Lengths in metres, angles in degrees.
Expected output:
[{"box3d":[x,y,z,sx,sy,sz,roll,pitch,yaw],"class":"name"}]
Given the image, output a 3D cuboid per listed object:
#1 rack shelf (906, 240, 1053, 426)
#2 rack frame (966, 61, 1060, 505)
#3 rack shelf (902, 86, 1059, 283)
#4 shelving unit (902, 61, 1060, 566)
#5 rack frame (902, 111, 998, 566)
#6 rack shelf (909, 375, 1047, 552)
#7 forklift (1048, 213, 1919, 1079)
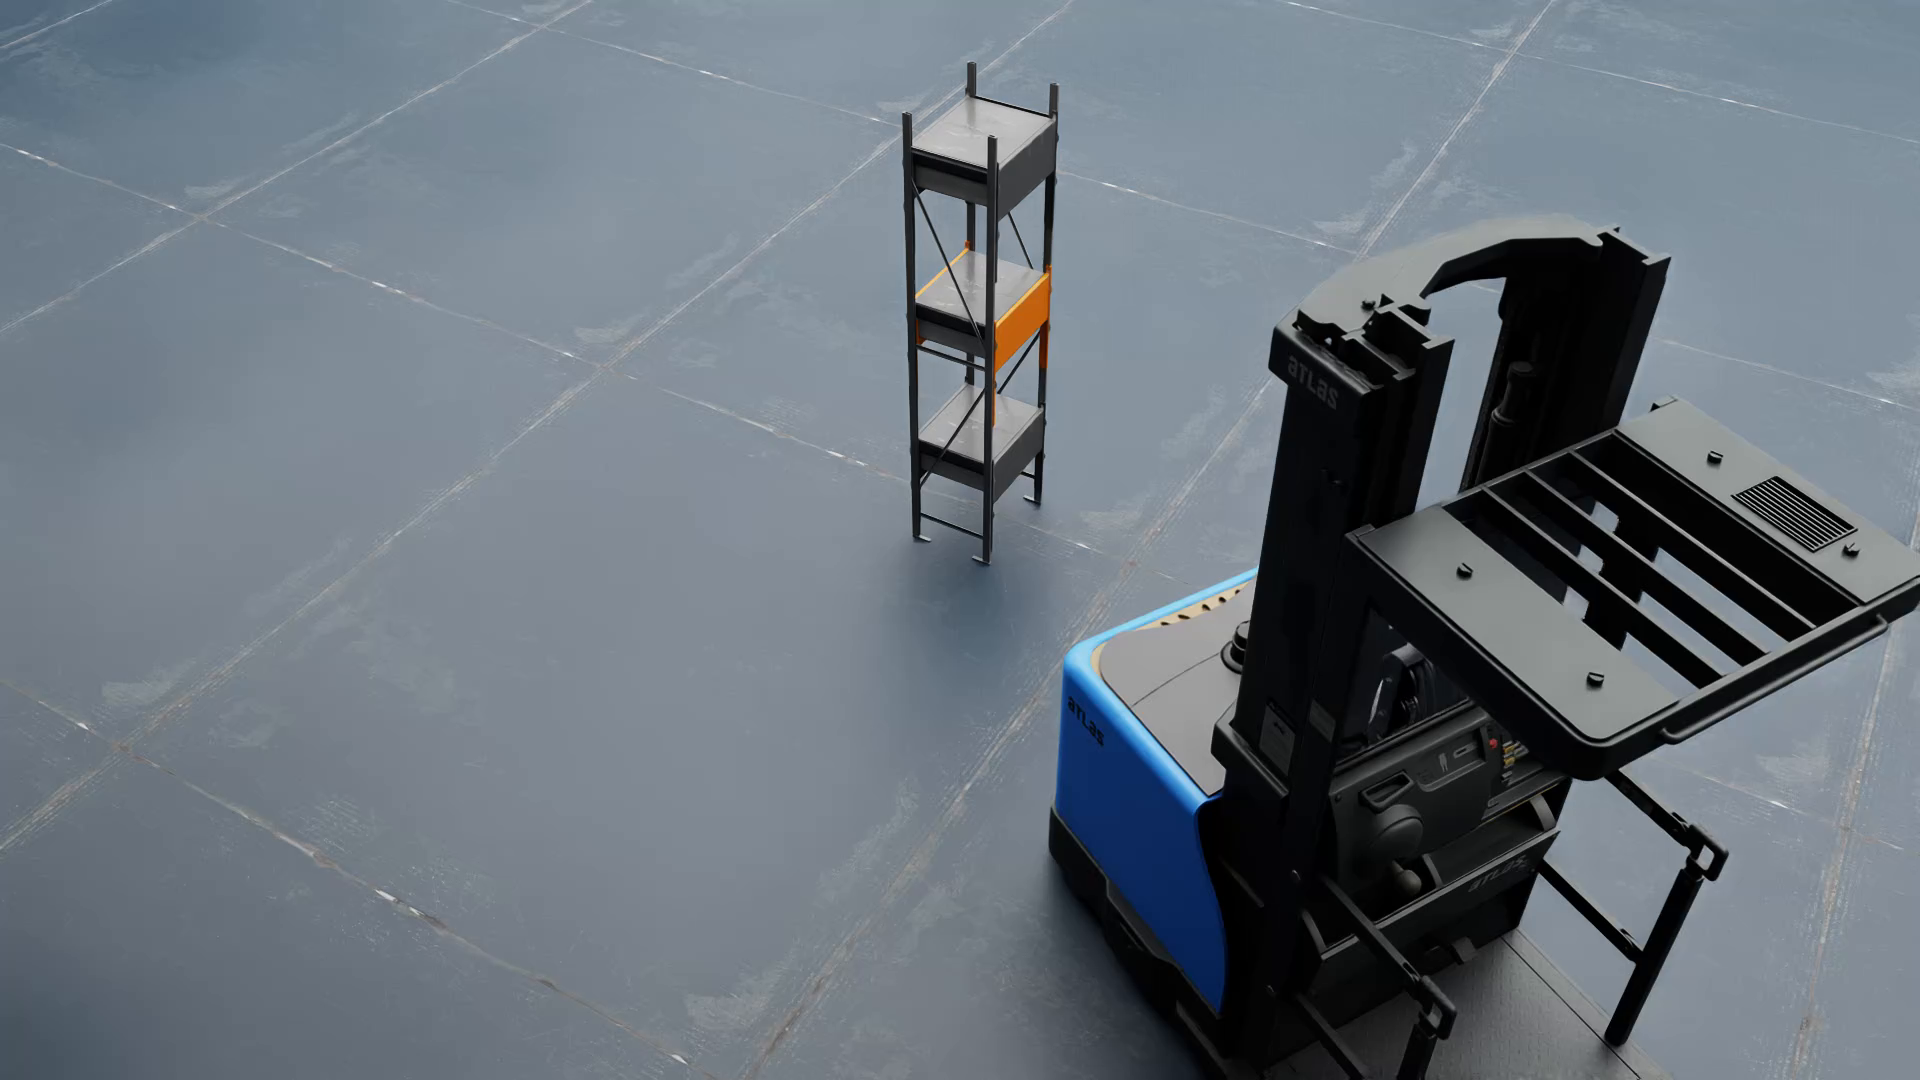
[{"box3d":[0.083,-0.872,6.988,0.431,0.518,0.480,21,45,22],"class":"rack shelf"},{"box3d":[0.205,-1.022,7.138,0.400,2.100,0.015,21,45,22],"class":"rack frame"},{"box3d":[0.083,-1.398,6.526,0.431,0.518,0.480,21,45,22],"class":"rack shelf"},{"box3d":[0.083,-0.883,6.979,0.431,2.100,0.503,21,45,22],"class":"shelving unit"},{"box3d":[-0.039,-0.743,6.821,0.400,2.100,0.015,21,45,22],"class":"rack frame"},{"box3d":[0.083,-0.347,7.451,0.431,0.518,0.480,21,45,22],"class":"rack shelf"},{"box3d":[1.503,0.752,4.493,1.130,2.935,3.031,-21,46,-22],"class":"forklift"}]
